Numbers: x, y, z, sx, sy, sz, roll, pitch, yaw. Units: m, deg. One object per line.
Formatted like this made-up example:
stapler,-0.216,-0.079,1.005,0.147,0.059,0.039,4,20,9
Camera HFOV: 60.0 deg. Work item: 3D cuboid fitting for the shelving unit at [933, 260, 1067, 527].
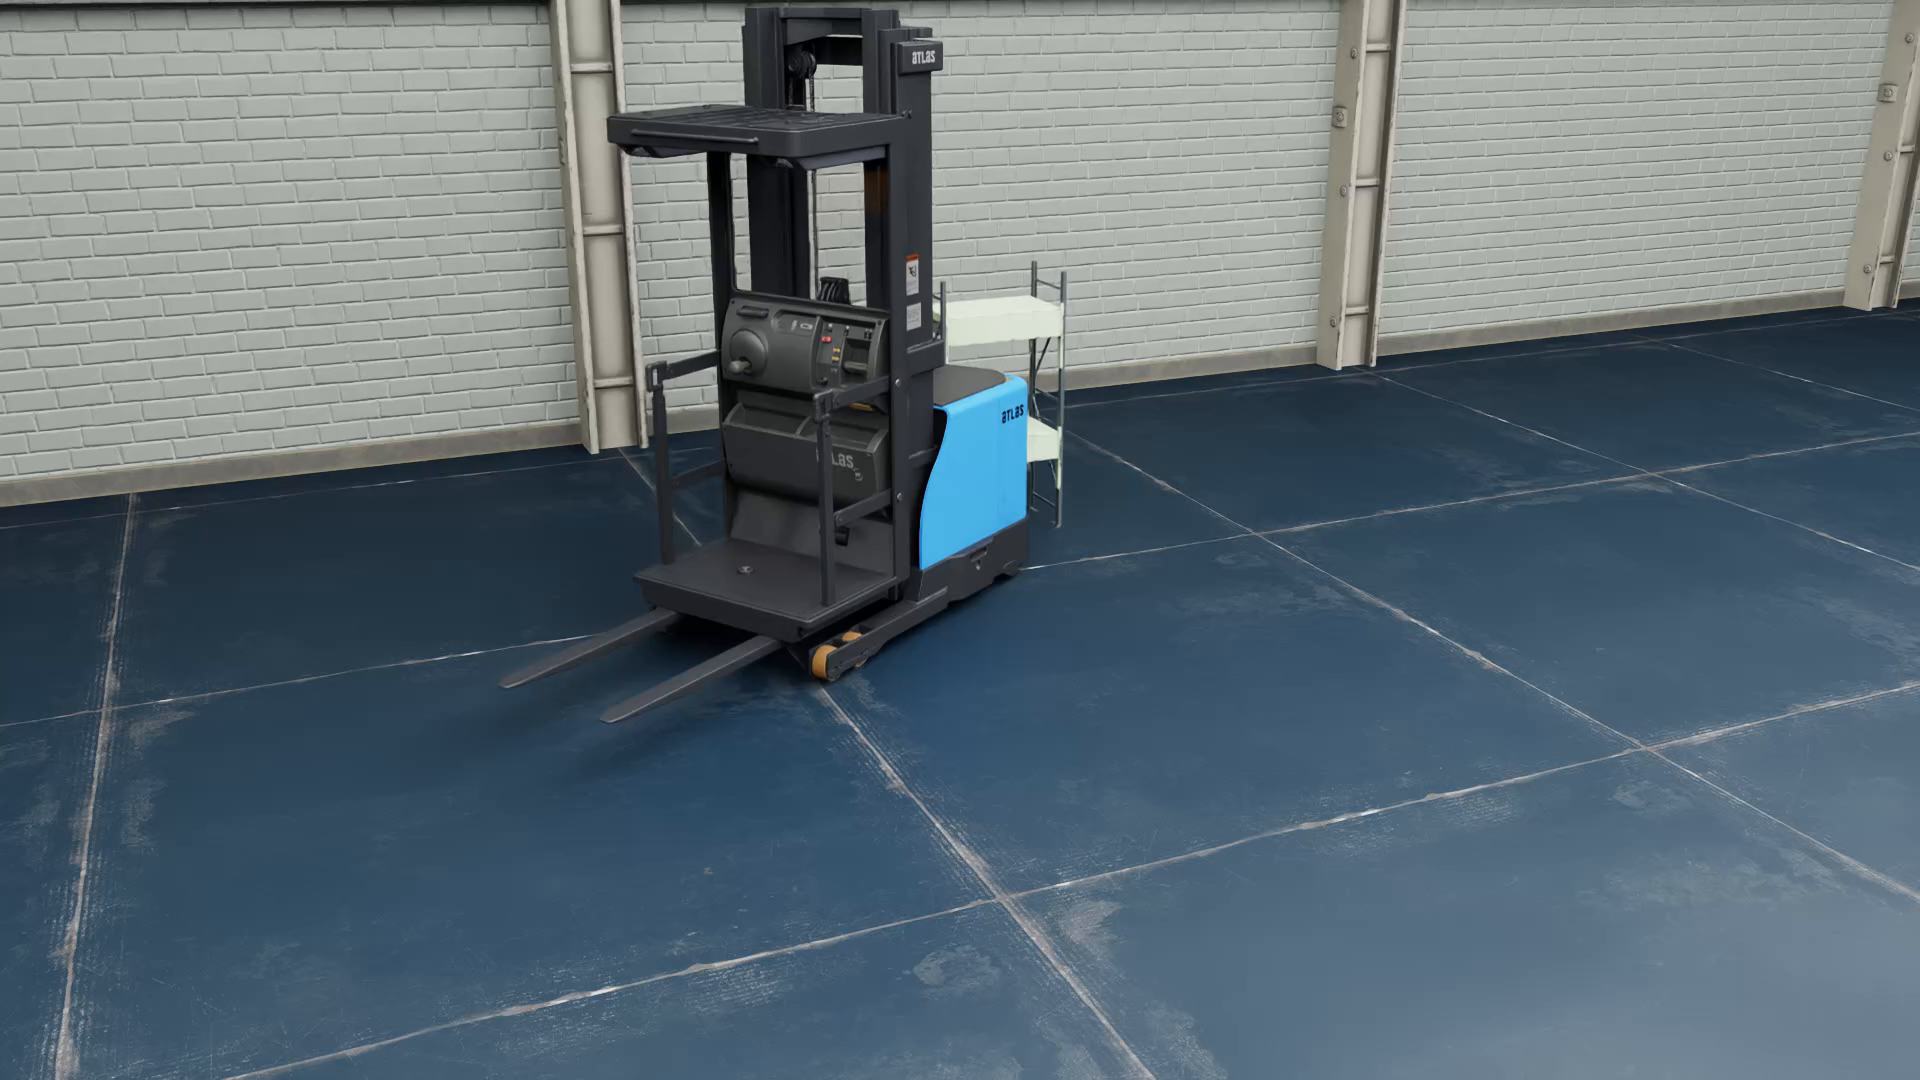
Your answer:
shelving unit,0.168,-0.793,9.516,0.755,1.500,0.431,-8,21,-23

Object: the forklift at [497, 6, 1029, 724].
forklift,-0.863,-0.910,7.693,1.130,2.935,3.031,12,23,32

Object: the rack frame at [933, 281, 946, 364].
rack frame,-0.166,-0.743,9.375,0.023,1.500,0.400,-8,21,-23

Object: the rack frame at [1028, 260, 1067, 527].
rack frame,0.502,-0.843,9.657,0.023,1.500,0.400,-8,21,-23

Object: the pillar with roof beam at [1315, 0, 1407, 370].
pillar with roof beam,4.856,-4.372,8.390,0.400,9.000,9.100,-8,21,-22

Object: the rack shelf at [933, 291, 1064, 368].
rack shelf,0.168,-1.161,9.387,0.720,0.370,0.431,-8,21,-23

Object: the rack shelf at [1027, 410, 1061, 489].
rack shelf,0.168,-0.486,9.624,0.720,0.370,0.431,-8,21,-23

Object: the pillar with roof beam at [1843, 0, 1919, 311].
pillar with roof beam,10.365,-5.162,10.632,0.400,9.000,9.100,-8,21,-22

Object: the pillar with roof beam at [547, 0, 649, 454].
pillar with roof beam,-0.653,-3.583,6.149,0.400,9.000,9.100,-8,21,-22
